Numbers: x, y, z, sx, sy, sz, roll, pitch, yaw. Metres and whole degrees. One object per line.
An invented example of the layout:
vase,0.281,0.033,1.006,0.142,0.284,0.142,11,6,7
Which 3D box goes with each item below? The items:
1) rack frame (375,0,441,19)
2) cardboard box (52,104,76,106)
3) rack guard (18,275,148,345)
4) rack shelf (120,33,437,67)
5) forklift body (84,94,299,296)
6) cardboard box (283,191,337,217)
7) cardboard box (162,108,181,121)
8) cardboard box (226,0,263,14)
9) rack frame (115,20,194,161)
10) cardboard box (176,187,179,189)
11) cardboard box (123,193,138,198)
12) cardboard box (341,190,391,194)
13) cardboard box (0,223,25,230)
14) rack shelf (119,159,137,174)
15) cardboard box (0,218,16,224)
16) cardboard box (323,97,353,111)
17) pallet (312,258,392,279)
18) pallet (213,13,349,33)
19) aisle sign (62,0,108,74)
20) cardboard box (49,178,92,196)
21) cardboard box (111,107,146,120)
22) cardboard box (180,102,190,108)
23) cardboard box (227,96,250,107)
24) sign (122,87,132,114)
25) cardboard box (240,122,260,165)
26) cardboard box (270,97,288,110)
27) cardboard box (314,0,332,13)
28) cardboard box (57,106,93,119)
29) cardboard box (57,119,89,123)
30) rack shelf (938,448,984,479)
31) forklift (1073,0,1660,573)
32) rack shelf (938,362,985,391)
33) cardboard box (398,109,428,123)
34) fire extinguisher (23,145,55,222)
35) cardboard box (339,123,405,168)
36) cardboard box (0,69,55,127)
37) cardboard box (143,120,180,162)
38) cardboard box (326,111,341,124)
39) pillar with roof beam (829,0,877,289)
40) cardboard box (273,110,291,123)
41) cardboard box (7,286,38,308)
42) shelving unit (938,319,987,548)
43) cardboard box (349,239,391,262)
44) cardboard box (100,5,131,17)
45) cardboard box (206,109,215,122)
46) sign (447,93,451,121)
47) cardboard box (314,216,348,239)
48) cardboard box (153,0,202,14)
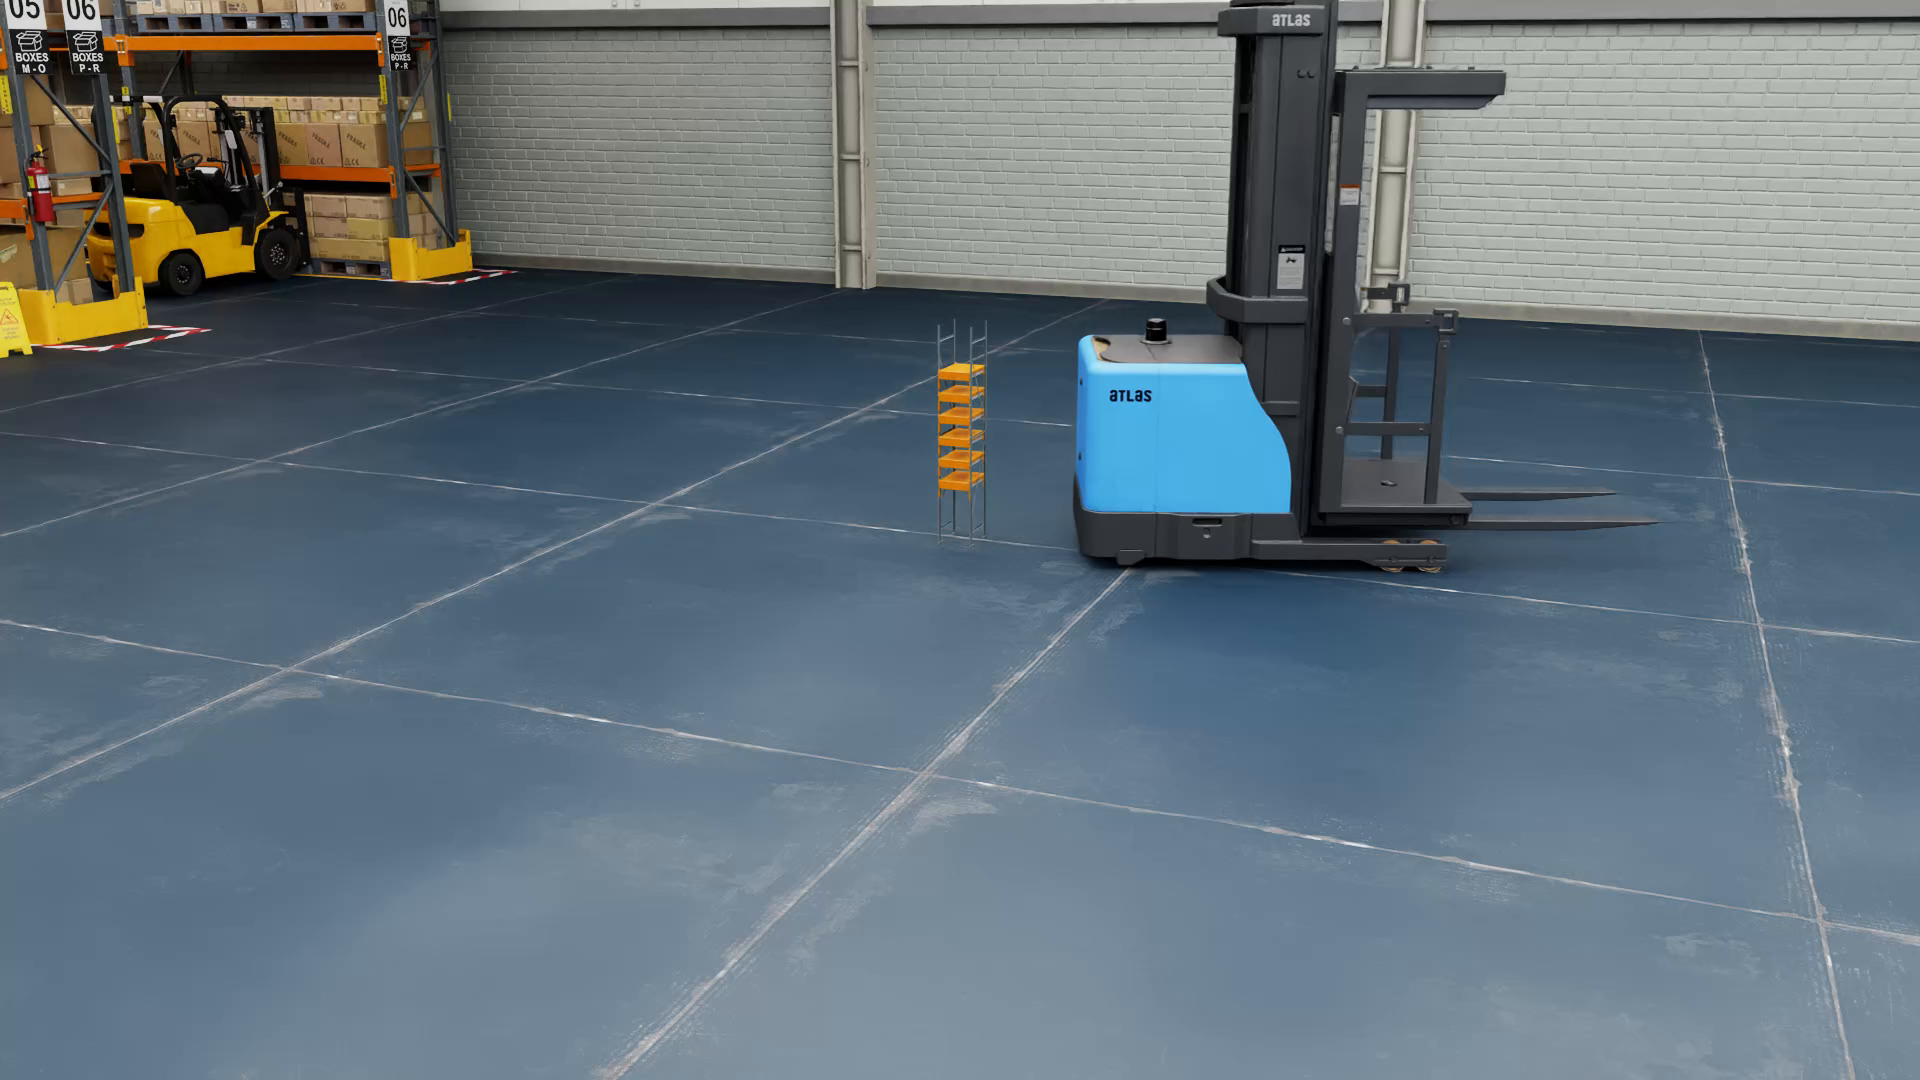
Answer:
rack frame,-6.467,-7.569,19.107,0.127,3.000,1.000,6,17,21
cardboard box,-11.837,-5.717,22.143,0.250,0.149,0.380,6,17,21
rack guard,-8.355,-2.208,15.883,0.348,0.500,1.175,6,17,21
rack shelf,-8.327,-5.988,20.330,4.000,0.370,1.077,6,17,21
forklift body,-8.900,-4.002,19.100,1.214,2.155,2.313,6,17,21
cardboard box,-7.960,-4.116,20.356,0.500,0.250,0.500,7,17,21
cardboard box,-9.746,-5.330,20.811,0.250,0.149,0.380,7,17,22
cardboard box,-8.414,-6.611,20.067,0.637,0.503,0.797,7,18,22
rack frame,-10.188,-5.098,21.353,0.127,3.000,1.000,6,17,21
cardboard box,-9.853,-4.328,21.087,0.500,0.250,0.500,6,17,20
cardboard box,-10.677,-4.209,21.799,0.625,0.625,0.875,7,18,23
cardboard box,-7.310,-4.198,20.640,0.500,0.250,0.500,6,17,21
cardboard box,-9.444,-2.851,16.447,0.500,0.500,0.500,6,17,19
rack shelf,-12.048,-4.957,22.158,4.000,0.370,1.077,6,17,21
cardboard box,-12.723,-4.436,22.579,0.625,0.625,0.875,7,18,22
cardboard box,-7.371,-5.210,19.862,0.250,0.149,0.380,7,17,22
pallet,-7.193,-3.417,20.564,1.213,0.211,1.003,6,17,21
pallet,-8.254,-6.290,20.238,1.213,0.211,1.003,6,17,21
aisle sign,-8.113,-4.723,15.400,0.004,0.787,0.394,6,17,21
cardboard box,-8.524,-3.368,15.847,0.250,0.149,0.380,6,17,21
cardboard box,-10.587,-5.434,21.170,0.250,0.149,0.380,7,18,23
cardboard box,-9.483,-5.463,20.736,0.250,0.149,0.380,6,17,20
cardboard box,-8.773,-5.379,20.446,0.250,0.149,0.380,6,17,20
sign,-10.378,-5.474,20.714,0.005,0.325,0.100,6,17,21
cardboard box,-8.449,-4.875,20.407,0.500,0.500,0.500,6,17,21
cardboard box,-8.101,-5.277,20.095,0.250,0.149,0.380,7,17,22
cardboard box,-7.349,-6.264,19.508,0.250,0.149,0.380,6,17,19
cardboard box,-11.335,-5.487,21.352,0.250,0.149,0.380,6,17,19
cardboard box,-11.219,-5.300,21.423,0.500,0.250,0.500,6,17,19
rack shelf,0.013,-0.417,9.047,0.180,0.103,0.258,6,17,21
forklift,2.154,-1.388,8.697,3.031,2.935,1.130,0,16,1
rack shelf,0.013,-0.878,8.913,0.180,0.103,0.258,6,17,21
cardboard box,-6.687,-5.150,20.190,0.250,0.149,0.380,6,17,19
fire extinguisher,-8.347,-3.232,15.066,0.183,0.674,0.296,6,17,21
cardboard box,-7.021,-4.719,19.868,0.500,0.500,0.500,6,17,19
cardboard box,-8.840,-4.067,15.298,0.500,0.500,0.700,6,17,19
cardboard box,-9.871,-5.033,20.949,0.500,0.500,0.500,6,17,19
cardboard box,-7.360,-5.072,19.920,0.250,0.149,0.380,7,17,22
pillar with roof beam,-2.782,-6.144,14.197,0.400,9.000,9.100,6,17,21
cardboard box,-8.094,-5.136,20.141,0.250,0.149,0.380,6,17,21
cardboard box,-9.157,-2.297,15.885,0.500,0.250,0.500,6,17,20
shelving unit,0.013,-0.575,9.001,0.189,1.200,0.258,6,17,21
cardboard box,-7.020,-3.536,20.151,0.500,0.250,0.500,6,17,21
cardboard box,-10.905,-6.805,21.371,0.250,0.149,0.380,6,17,21
cardboard box,-9.048,-5.239,20.497,0.250,0.149,0.380,6,17,20
sign,-6.257,-5.286,20.305,0.005,0.325,0.100,6,17,21
cardboard box,-7.497,-3.833,20.277,0.500,0.250,0.500,6,17,20
cardboard box,-9.503,-6.597,20.364,0.500,0.311,0.500,7,17,22
